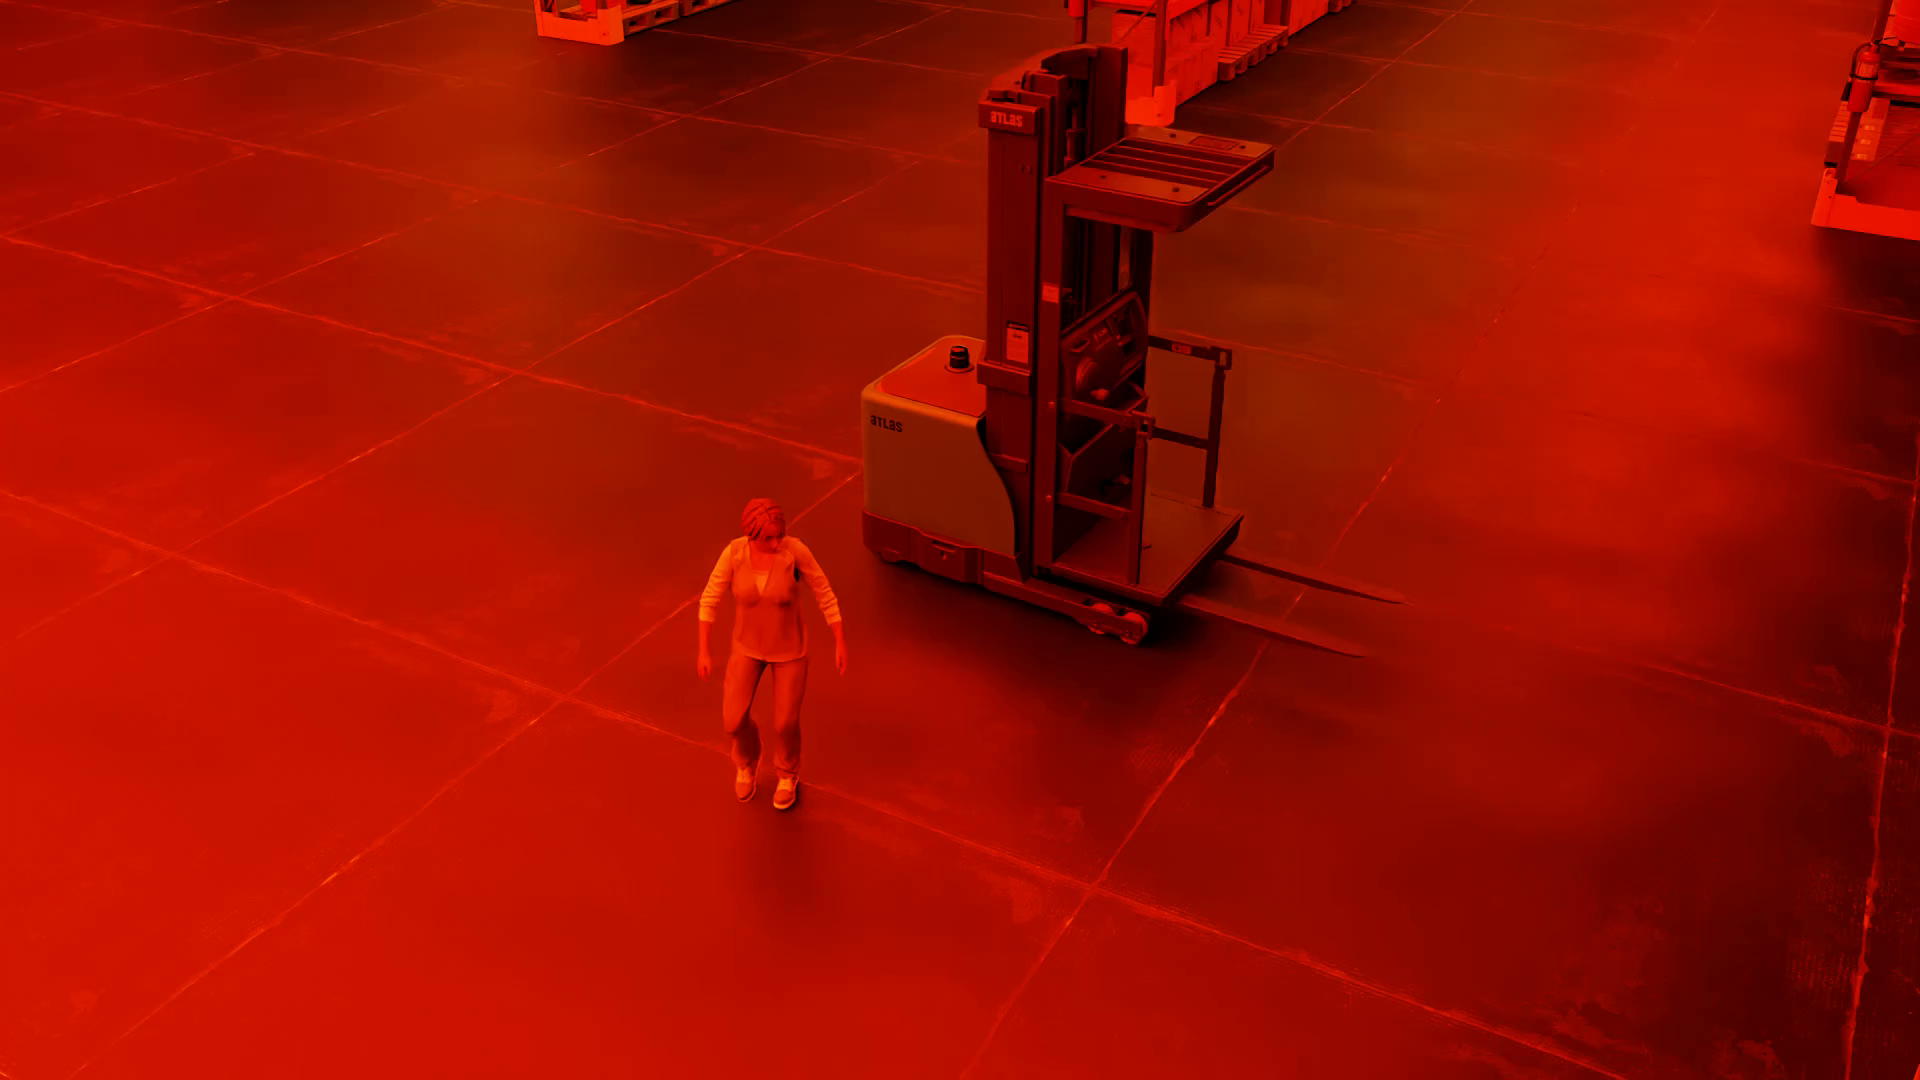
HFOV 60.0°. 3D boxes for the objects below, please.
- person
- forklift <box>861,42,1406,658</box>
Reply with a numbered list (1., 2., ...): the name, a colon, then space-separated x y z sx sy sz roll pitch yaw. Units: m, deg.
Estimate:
1. person: -0.828 0.540 7.515 0.686 1.572 0.420 3 30 6
2. forklift: 0.952 -1.010 8.820 3.031 2.935 1.130 17 34 27
